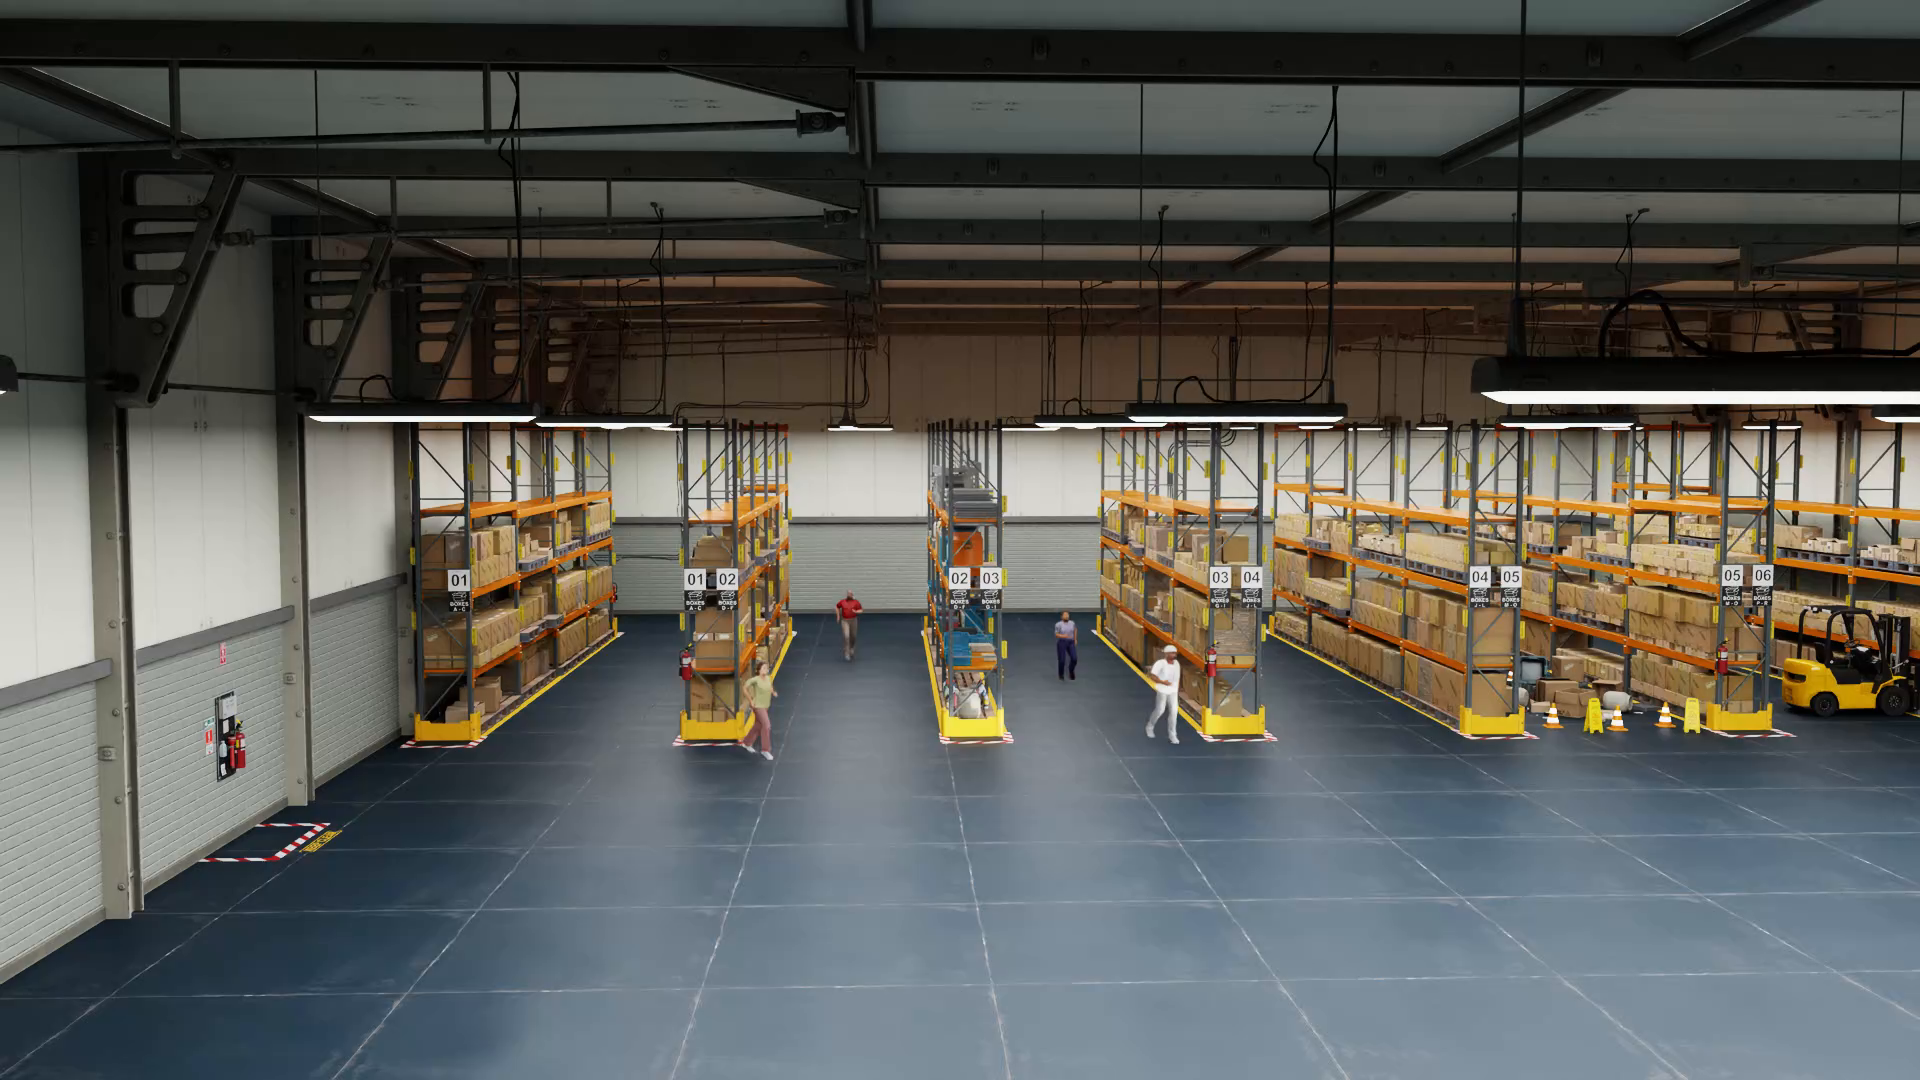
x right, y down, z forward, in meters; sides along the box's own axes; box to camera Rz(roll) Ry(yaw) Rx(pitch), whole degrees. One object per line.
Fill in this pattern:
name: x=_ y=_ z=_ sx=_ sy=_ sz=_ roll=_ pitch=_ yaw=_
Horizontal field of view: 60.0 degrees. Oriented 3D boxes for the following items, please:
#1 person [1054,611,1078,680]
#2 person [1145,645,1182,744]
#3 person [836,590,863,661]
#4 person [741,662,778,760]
person: x=2.471 y=2.448 z=38.399 sx=0.601 sy=1.623 sz=0.648 roll=-1 pitch=4 yaw=-13
person: x=3.880 y=2.854 z=31.014 sx=0.740 sy=1.799 sz=0.829 roll=-2 pitch=4 yaw=-27
person: x=-2.806 y=2.136 z=42.284 sx=0.657 sy=1.741 sz=0.956 roll=-1 pitch=4 yaw=-12
person: x=-3.550 y=2.997 z=29.446 sx=0.800 sy=1.713 sz=0.570 roll=2 pitch=4 yaw=31
